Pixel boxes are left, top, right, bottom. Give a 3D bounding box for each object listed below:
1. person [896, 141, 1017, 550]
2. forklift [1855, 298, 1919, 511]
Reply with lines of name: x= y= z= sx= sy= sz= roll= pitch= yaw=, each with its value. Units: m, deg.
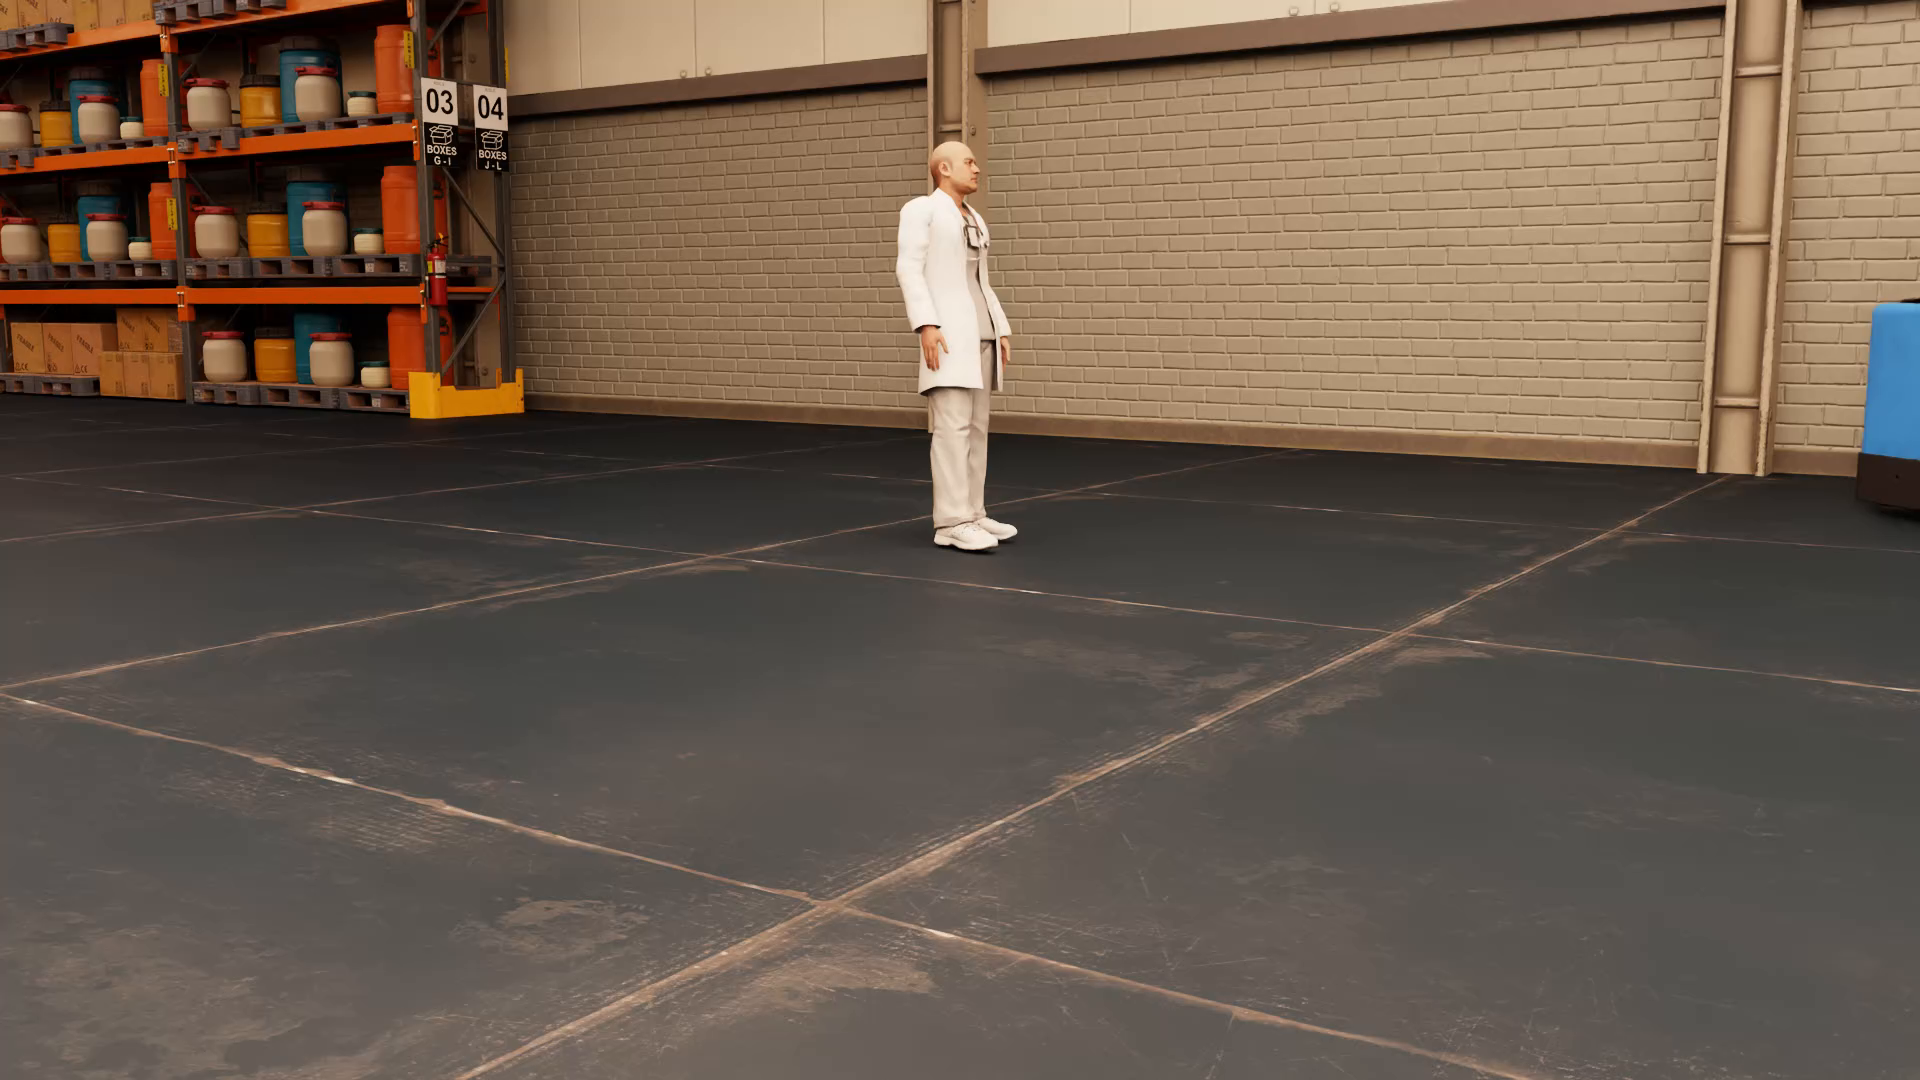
person: x=0.074 y=-0.880 z=7.424 sx=0.578 sy=1.777 sz=0.698 roll=5 pitch=10 yaw=34
forklift: x=6.168 y=-1.553 z=8.116 sx=3.031 sy=2.935 sz=1.130 roll=-1 pitch=8 yaw=-7
